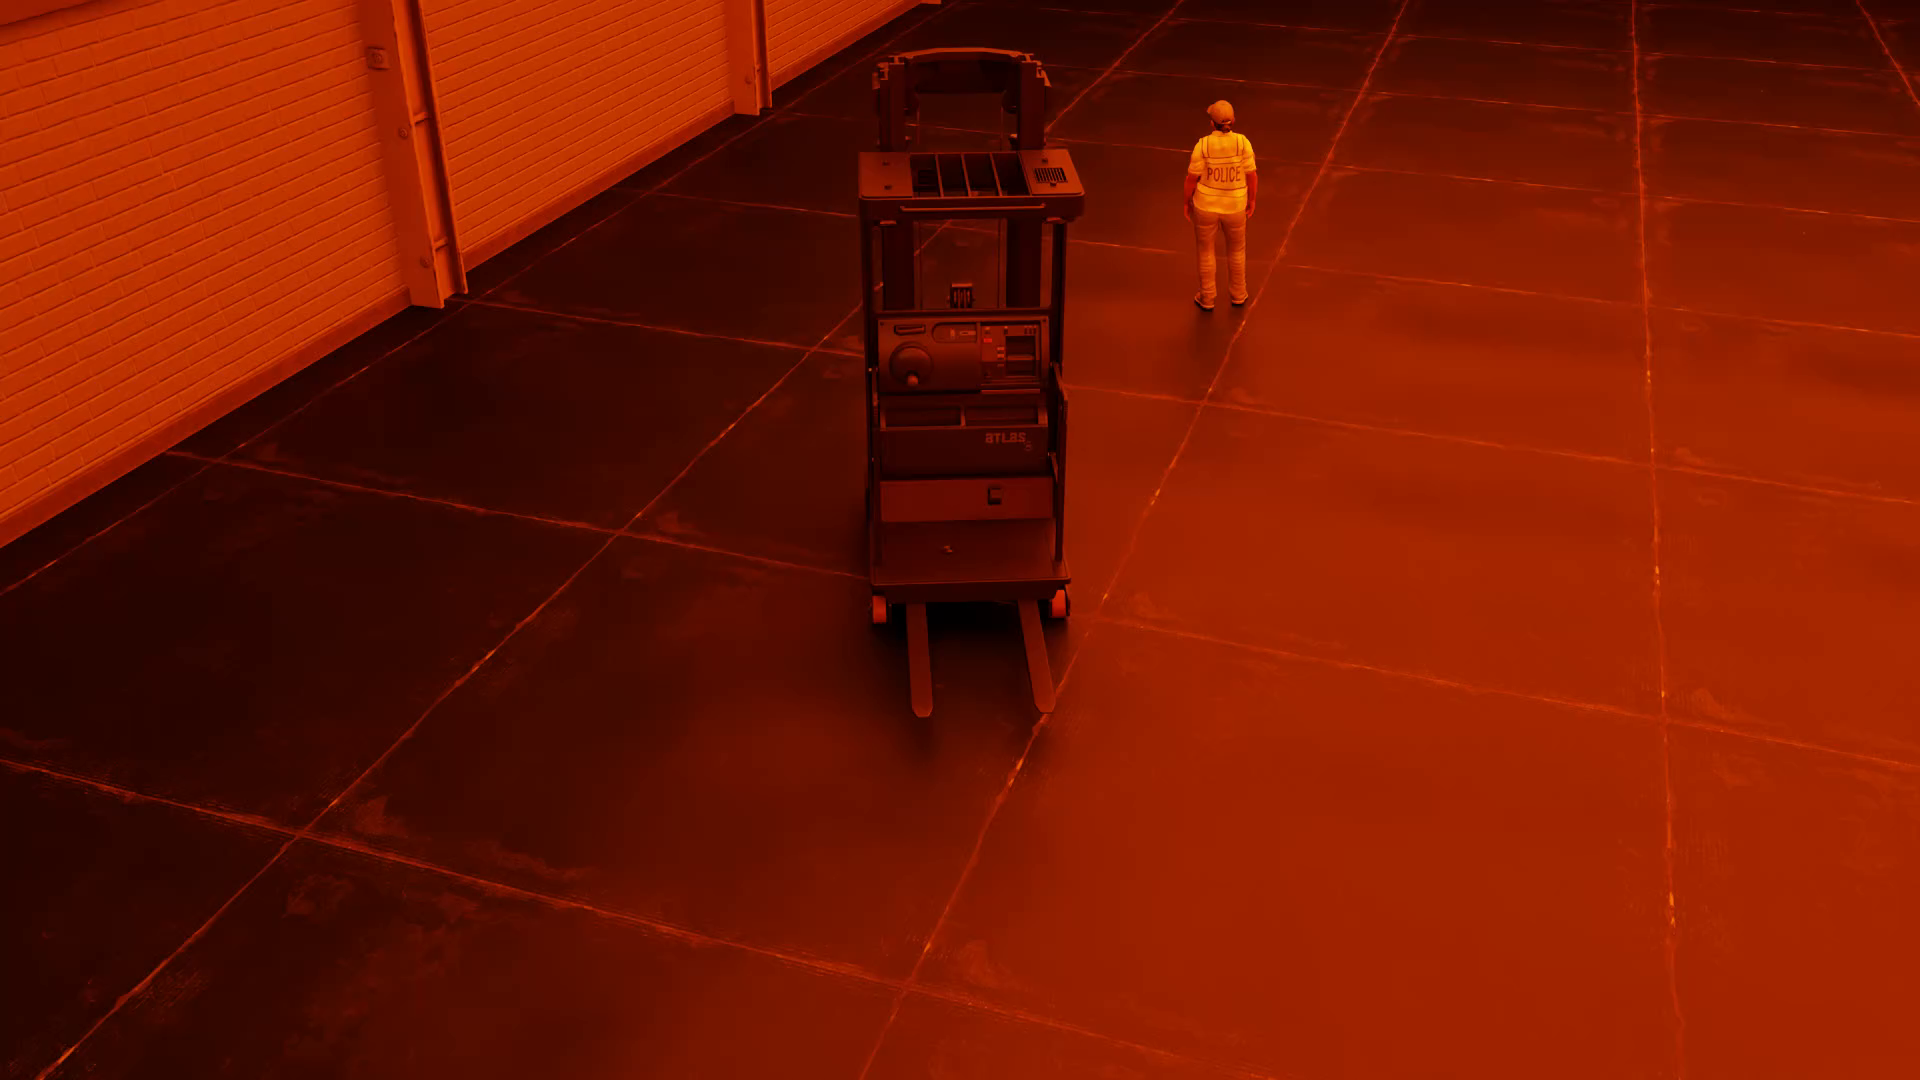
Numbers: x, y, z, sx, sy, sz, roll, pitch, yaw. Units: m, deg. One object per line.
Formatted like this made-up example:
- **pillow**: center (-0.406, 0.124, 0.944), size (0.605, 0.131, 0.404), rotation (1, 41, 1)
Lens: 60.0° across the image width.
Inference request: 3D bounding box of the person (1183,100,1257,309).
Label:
- **person**: center (2.039, -2.630, 13.012), size (0.599, 1.669, 0.529), rotation (1, 30, 2)

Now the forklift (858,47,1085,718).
- **forklift**: center (0.035, -0.972, 8.842), size (1.130, 2.935, 3.031), rotation (-2, 30, -3)
